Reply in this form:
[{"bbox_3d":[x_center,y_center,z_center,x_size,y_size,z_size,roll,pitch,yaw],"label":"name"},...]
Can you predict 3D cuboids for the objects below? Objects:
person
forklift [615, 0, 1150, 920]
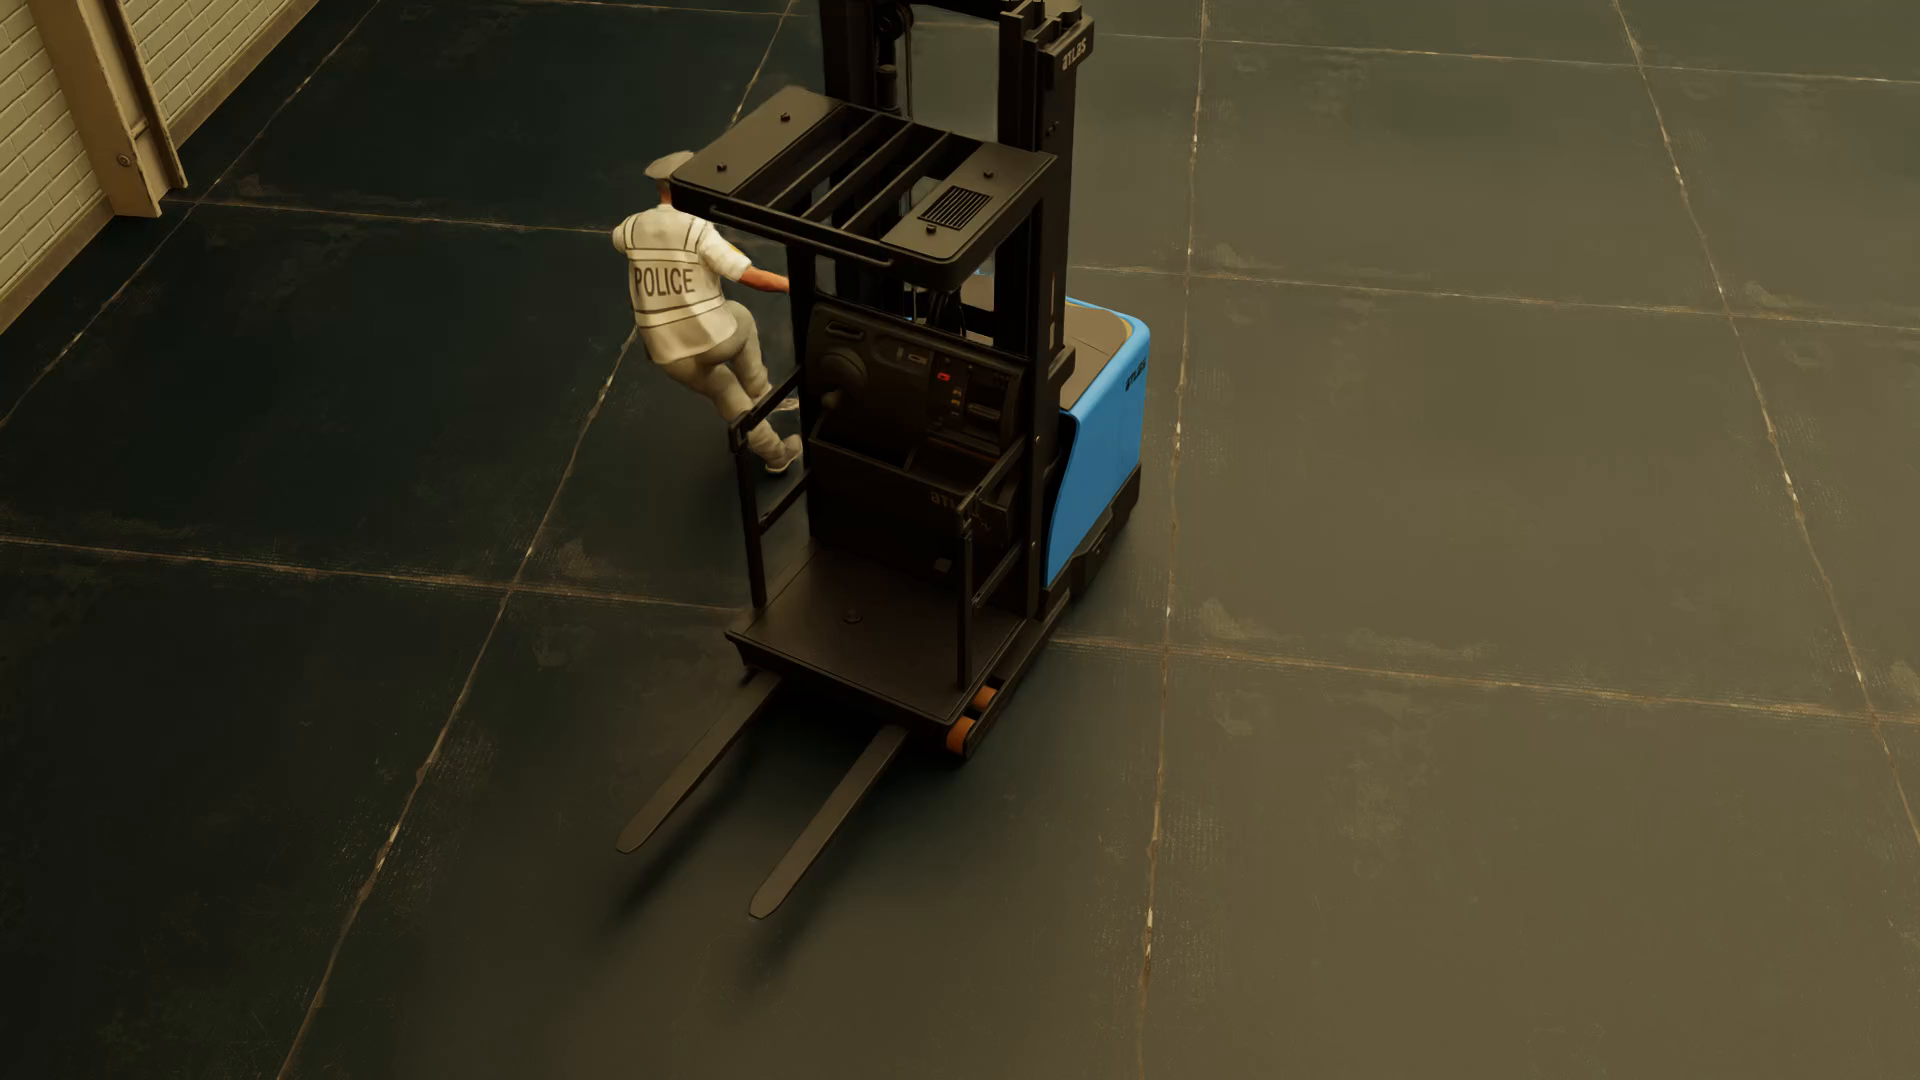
[{"bbox_3d":[-1.165,-1.112,8.001,0.990,1.521,0.918,0,43,0],"label":"person"},{"bbox_3d":[-0.289,-0.539,6.311,1.130,2.935,3.031,20,46,21],"label":"forklift"}]
